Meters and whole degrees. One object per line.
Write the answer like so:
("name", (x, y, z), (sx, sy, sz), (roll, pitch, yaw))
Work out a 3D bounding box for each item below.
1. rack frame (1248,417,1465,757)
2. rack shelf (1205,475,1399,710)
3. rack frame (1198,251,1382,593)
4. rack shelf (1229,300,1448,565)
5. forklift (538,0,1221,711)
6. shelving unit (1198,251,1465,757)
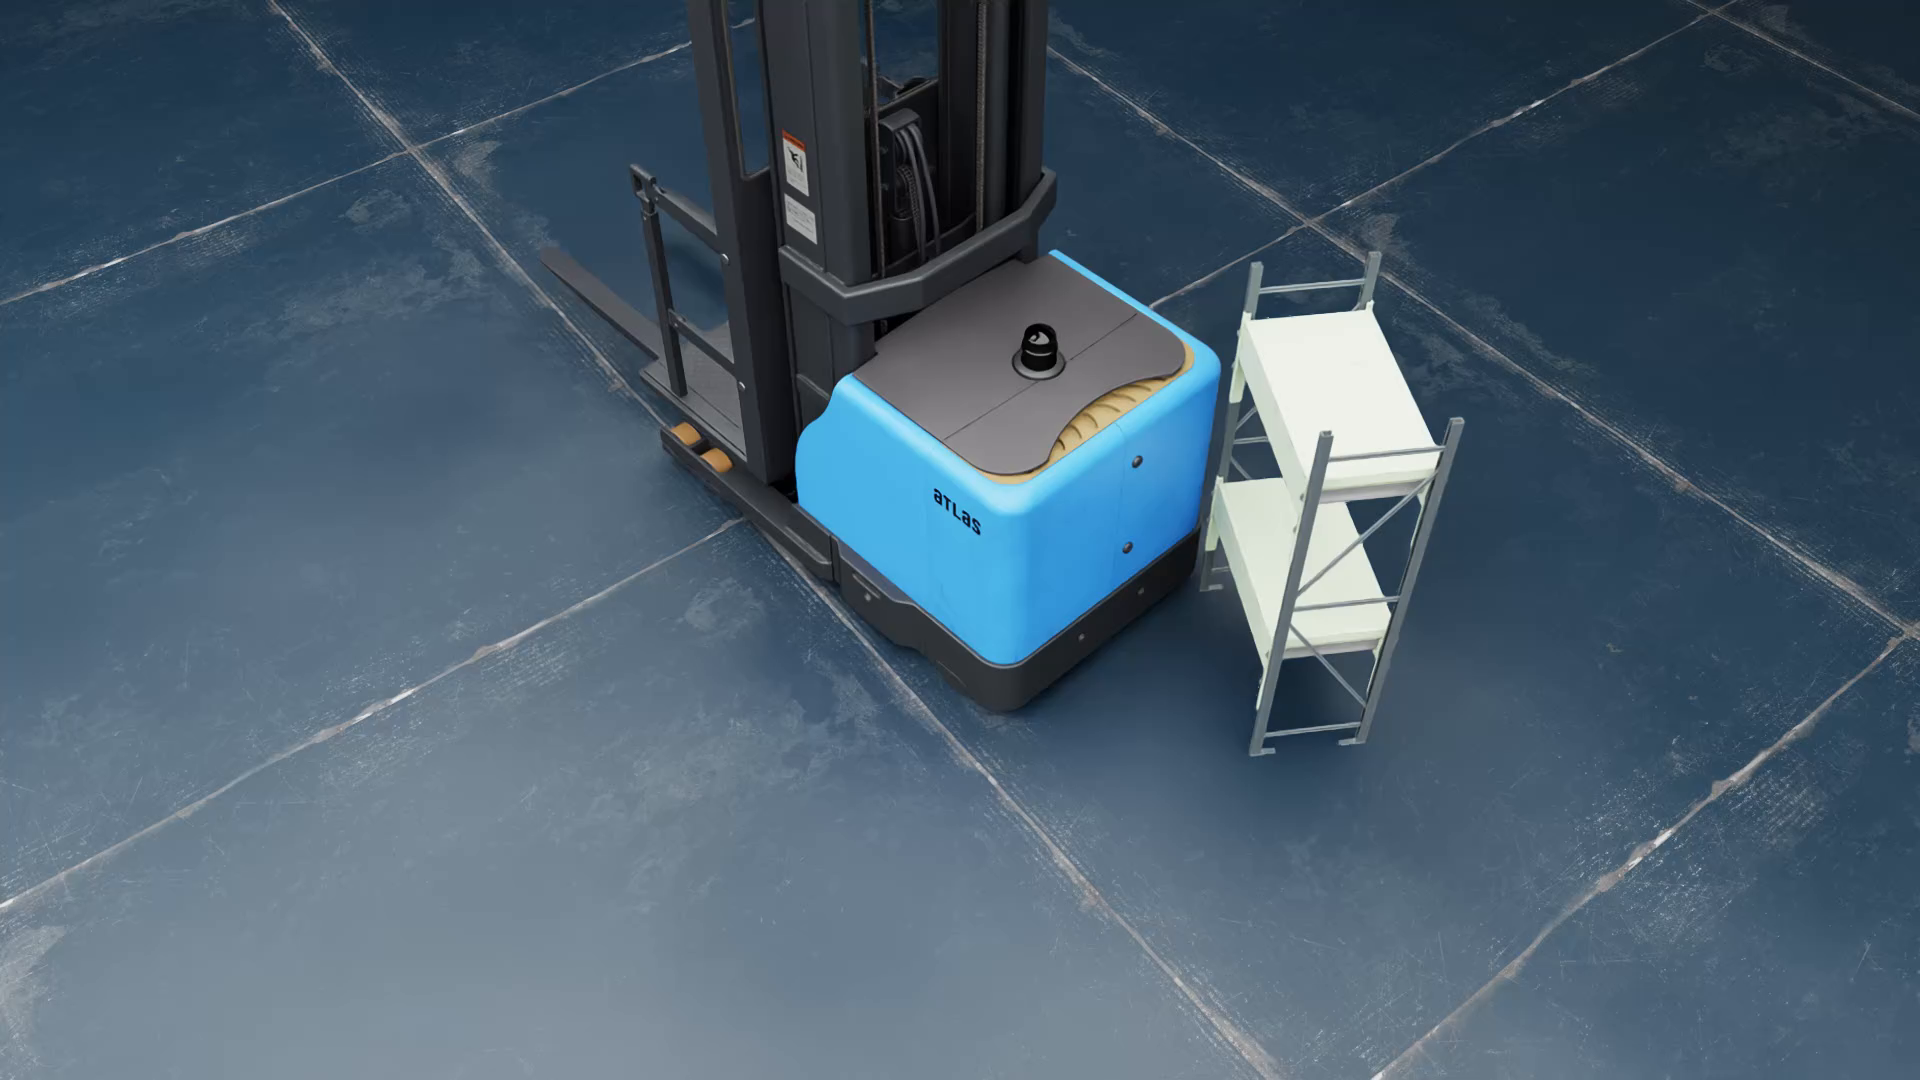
("rack frame", (1.171, 0.197, 5.059), (0.400, 1.500, 0.023), (-6, 48, -5))
("rack shelf", (1.121, 0.148, 5.544), (0.431, 0.370, 0.720), (-6, 48, -5))
("rack frame", (1.070, -0.340, 5.546), (0.400, 1.500, 0.023), (-6, 48, -5))
("rack shelf", (1.121, -0.333, 5.013), (0.431, 0.370, 0.720), (-6, 48, -5))
("forklift", (-0.514, -1.406, 5.547), (1.130, 2.935, 3.031), (-35, 57, -27))
("shelving unit", (1.121, -0.071, 5.302), (0.431, 1.500, 0.755), (-6, 48, -5))
